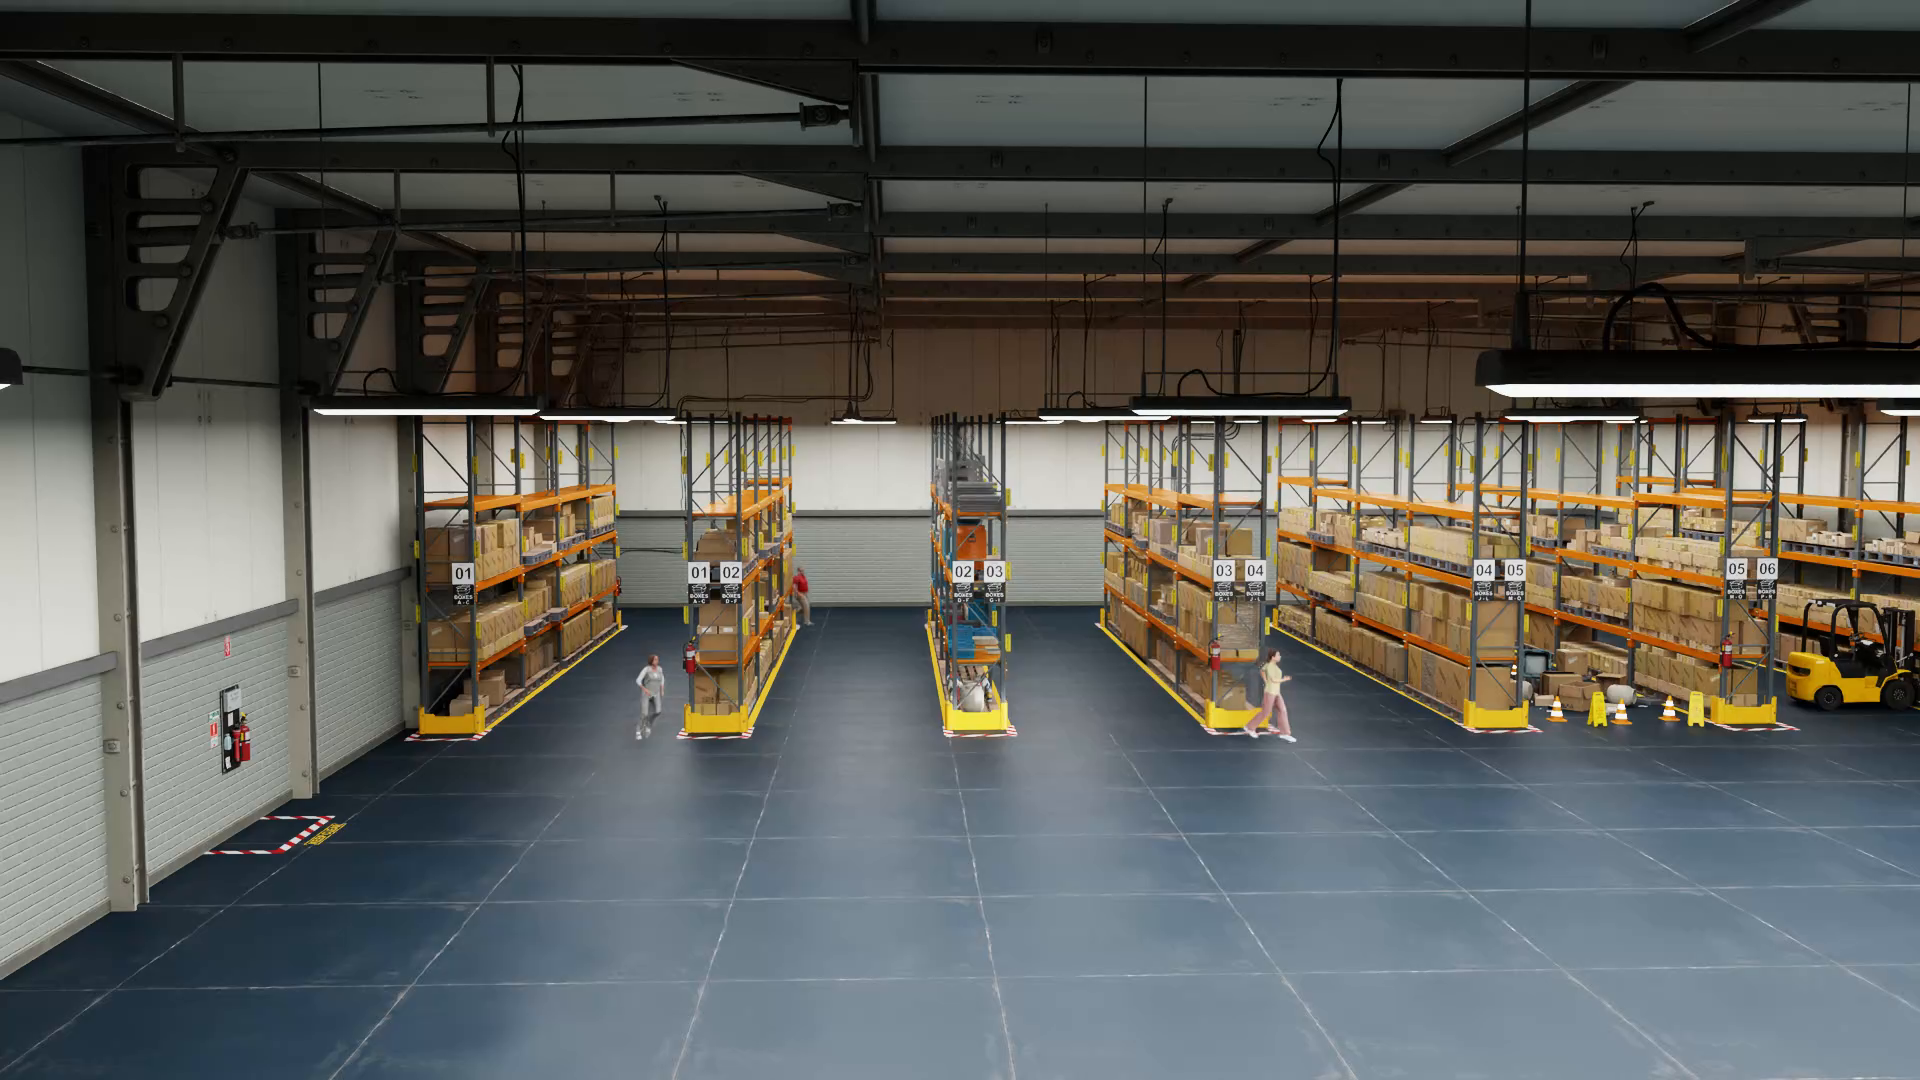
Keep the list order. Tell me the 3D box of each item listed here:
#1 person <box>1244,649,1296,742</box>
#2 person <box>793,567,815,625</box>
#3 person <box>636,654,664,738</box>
[{"bbox_3d":[5.633,2.806,30.168,0.948,1.679,0.562,1,4,20],"label":"person"},{"bbox_3d":[-4.631,1.617,48.093,0.758,1.709,0.724,1,4,20],"label":"person"},{"bbox_3d":[-5.659,2.866,30.556,0.601,1.544,0.548,-3,5,-33],"label":"person"}]
